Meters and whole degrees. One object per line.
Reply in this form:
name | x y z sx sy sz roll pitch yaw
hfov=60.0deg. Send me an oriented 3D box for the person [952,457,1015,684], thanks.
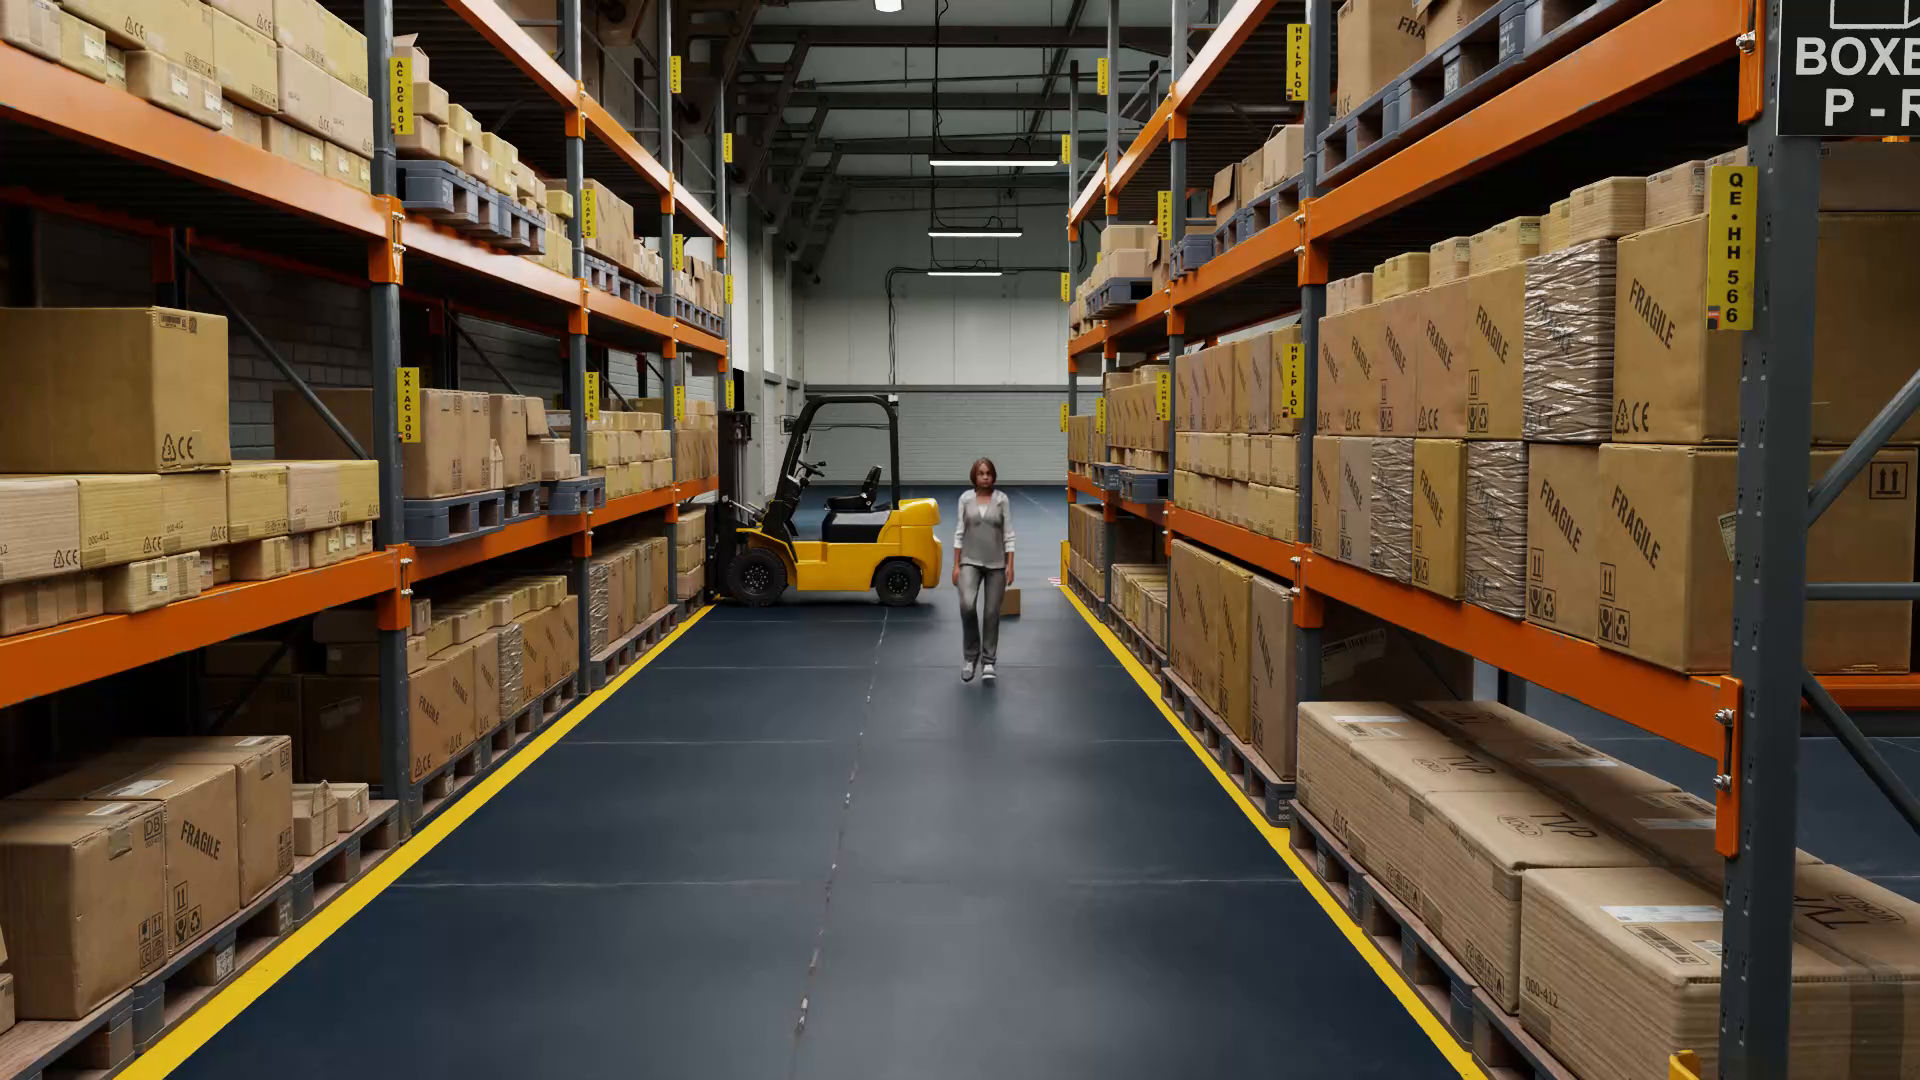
person | 0.173 0.215 11.858 0.447 1.608 0.470 0 4 -2
